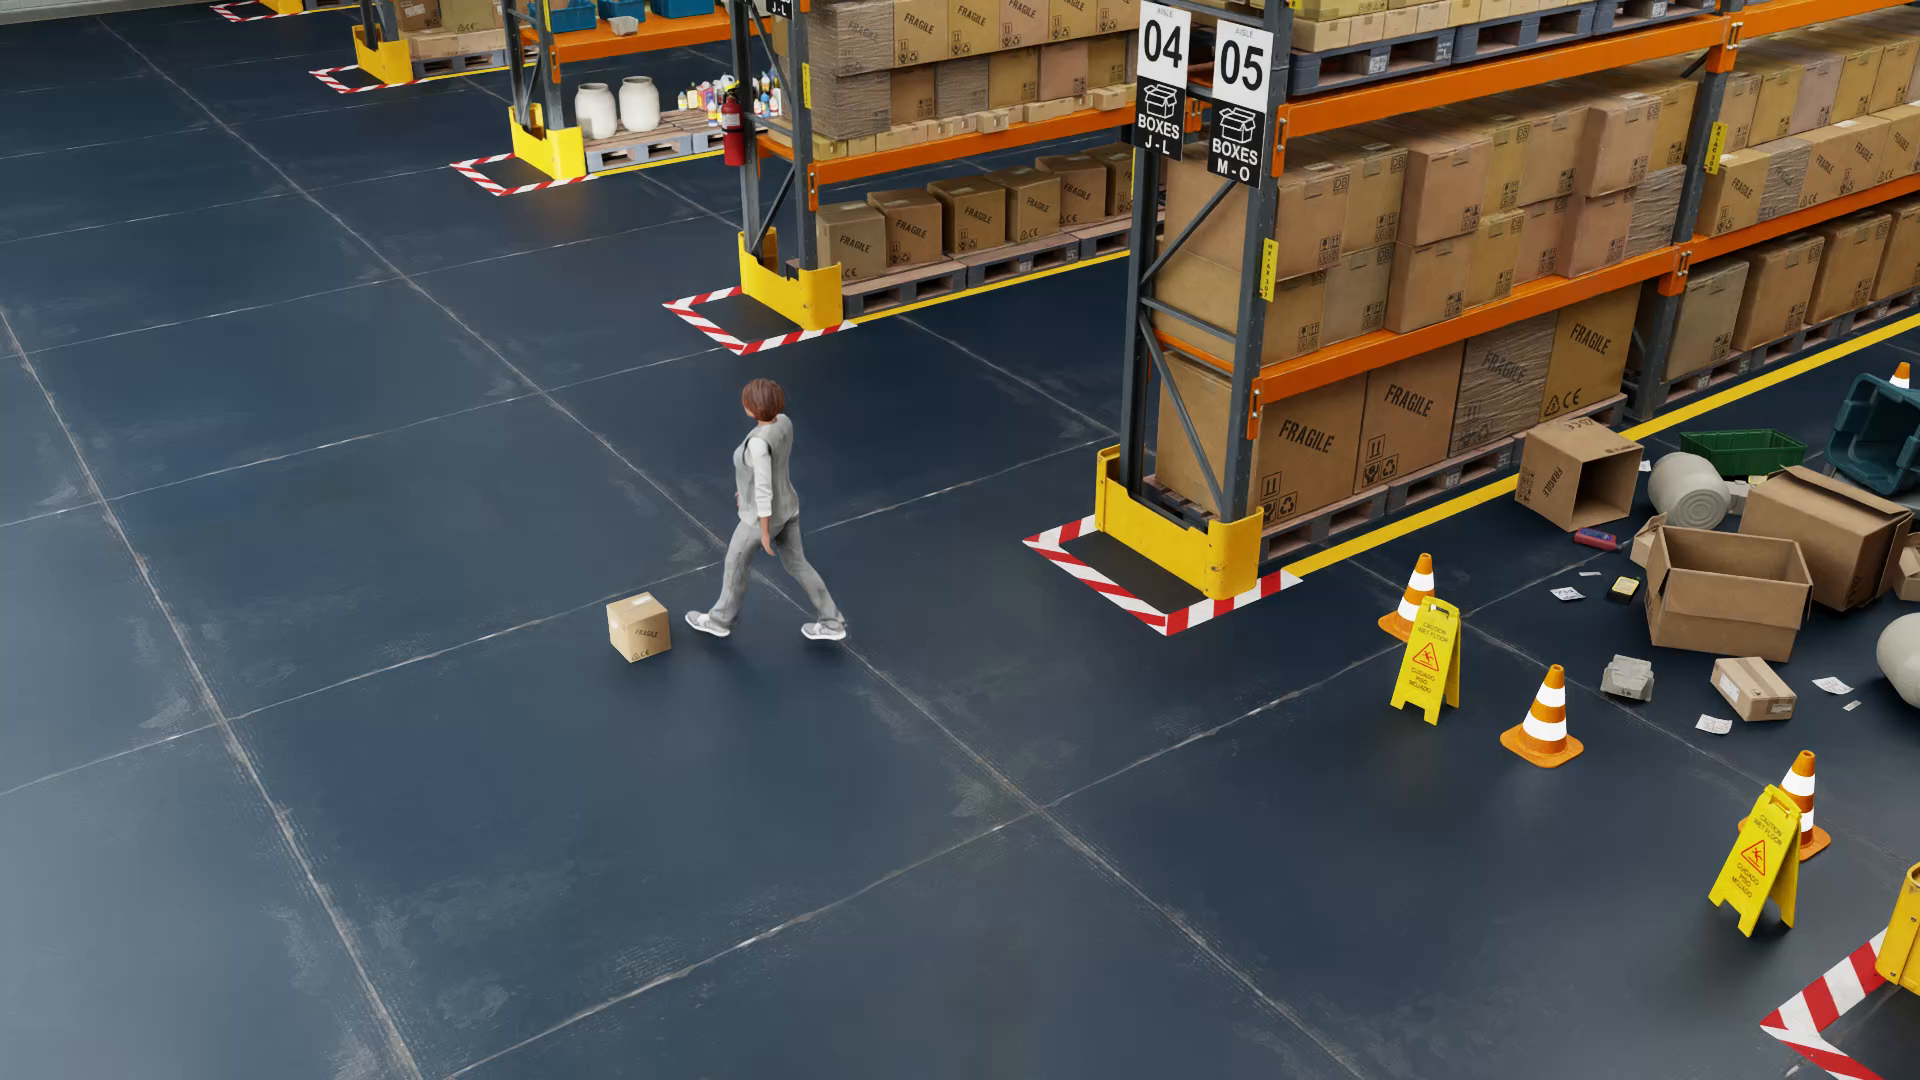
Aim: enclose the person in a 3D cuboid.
[{"bbox_3d":[-1.063,-0.161,8.926,0.923,1.546,0.438,12,31,20],"label":"person"}]
